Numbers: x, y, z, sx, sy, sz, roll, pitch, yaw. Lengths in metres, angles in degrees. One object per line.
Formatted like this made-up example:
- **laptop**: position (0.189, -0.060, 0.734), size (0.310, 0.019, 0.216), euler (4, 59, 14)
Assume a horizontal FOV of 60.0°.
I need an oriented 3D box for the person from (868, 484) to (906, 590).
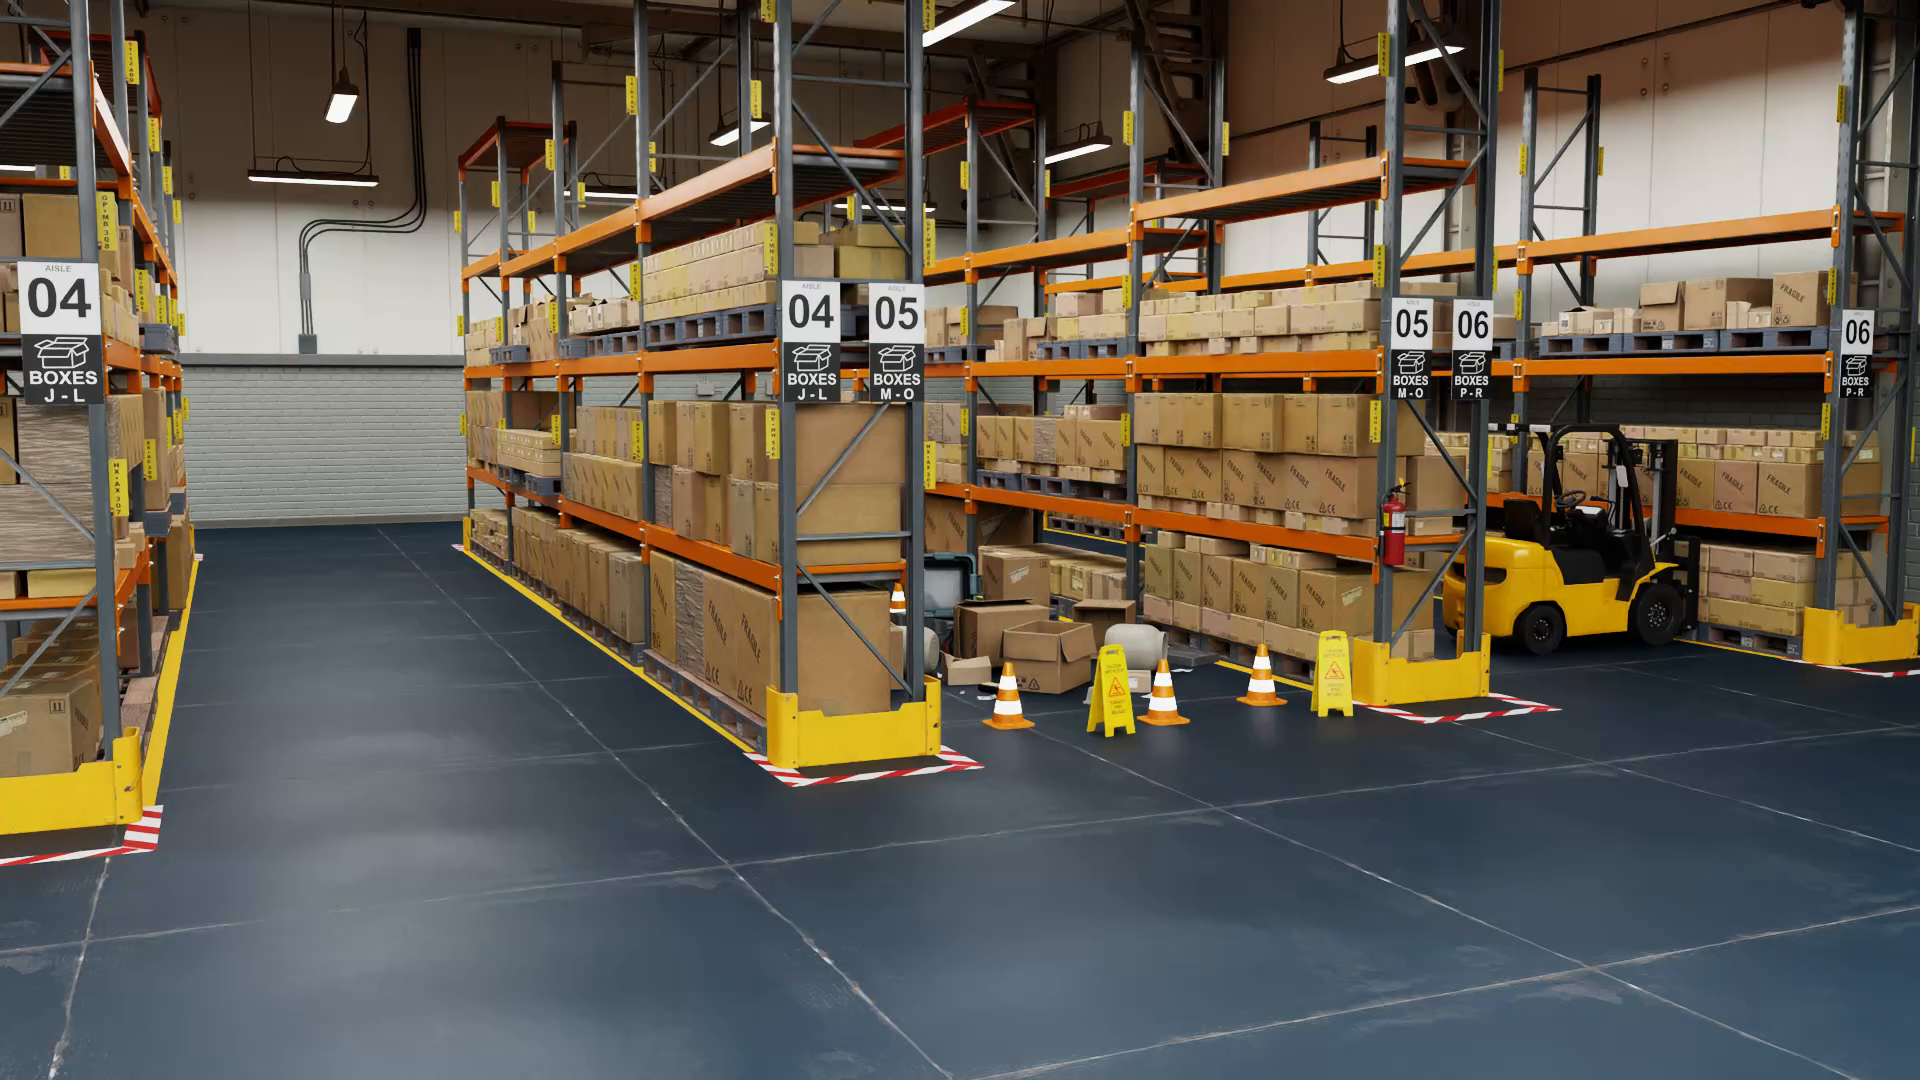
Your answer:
- **person**: position (-0.654, -0.049, 18.346), size (1.175, 1.733, 0.548), euler (2, 6, 21)
